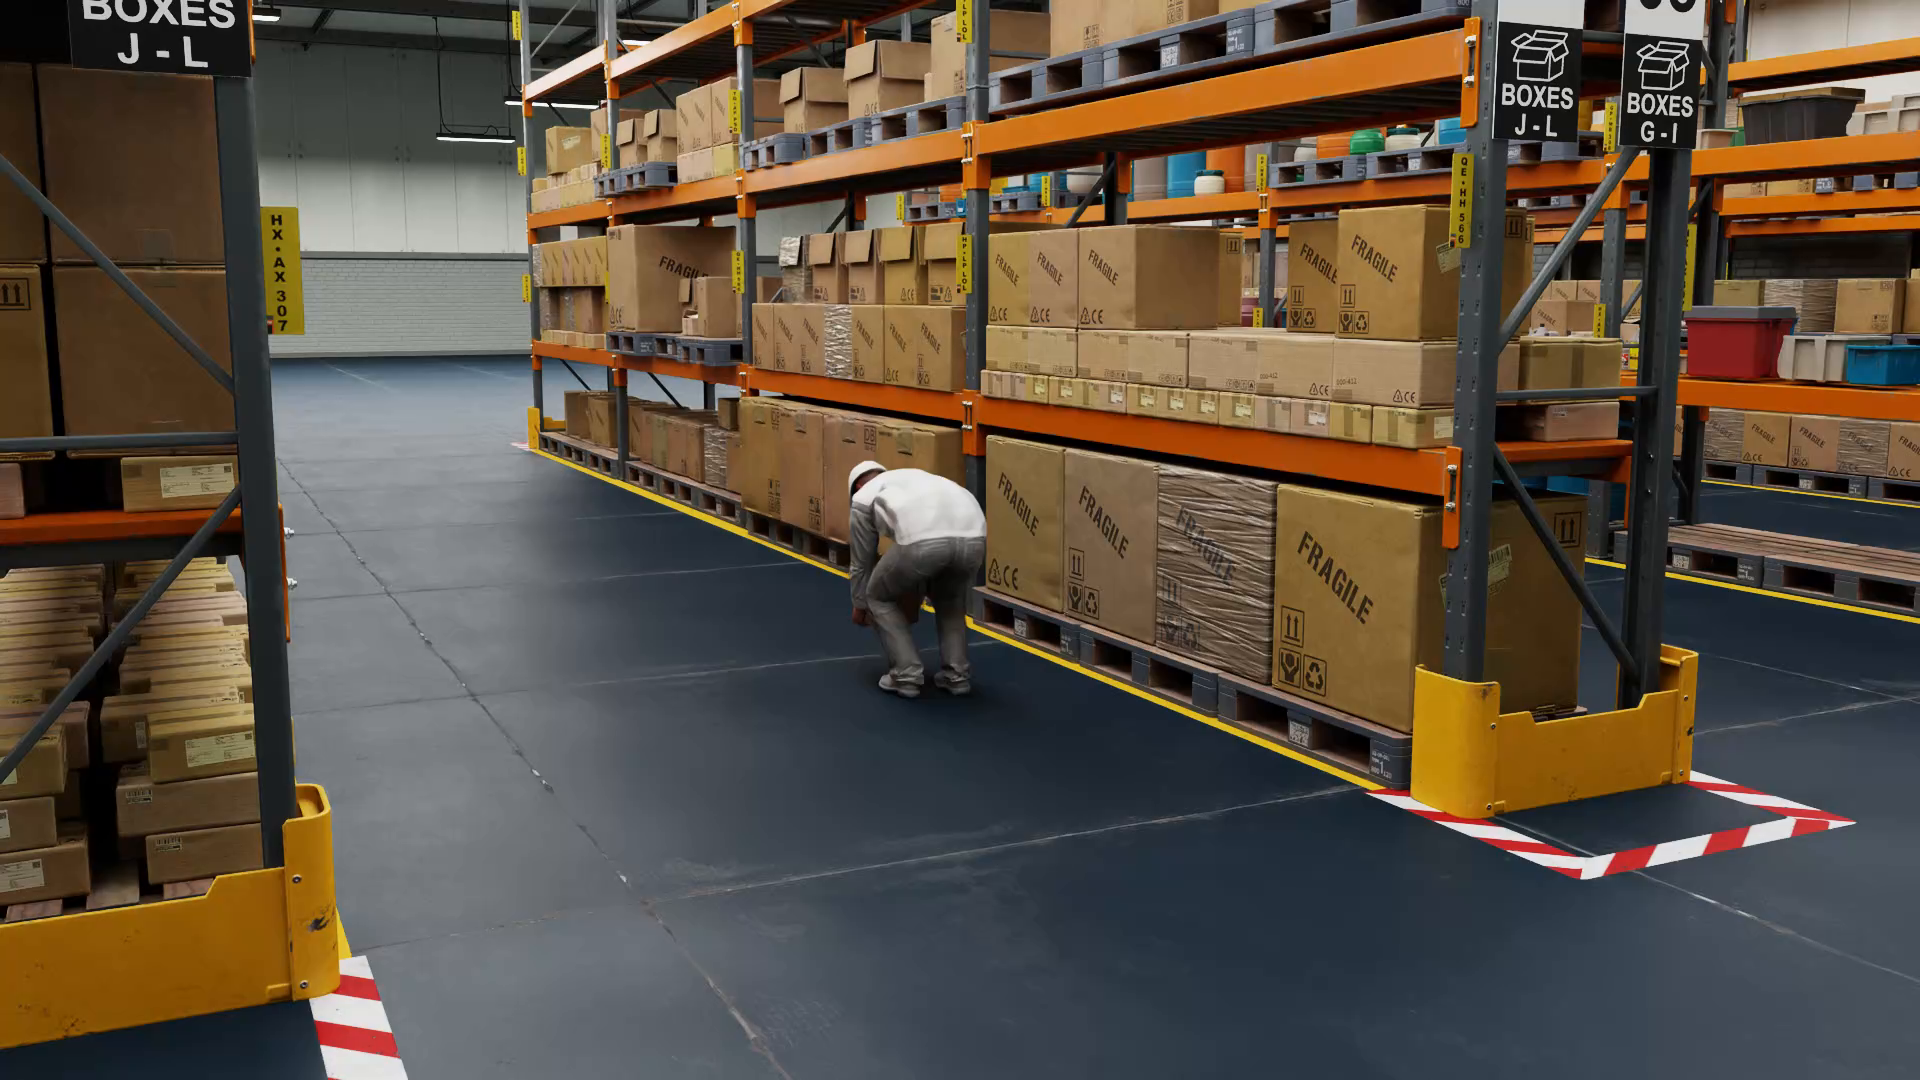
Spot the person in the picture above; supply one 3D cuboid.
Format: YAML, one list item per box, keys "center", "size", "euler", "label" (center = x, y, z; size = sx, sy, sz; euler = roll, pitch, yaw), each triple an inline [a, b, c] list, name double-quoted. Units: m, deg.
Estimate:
- center: [-0.248, 0.178, 8.003]
  size: [0.495, 1.054, 0.997]
  euler: [-5, 10, -29]
  label: "person"
